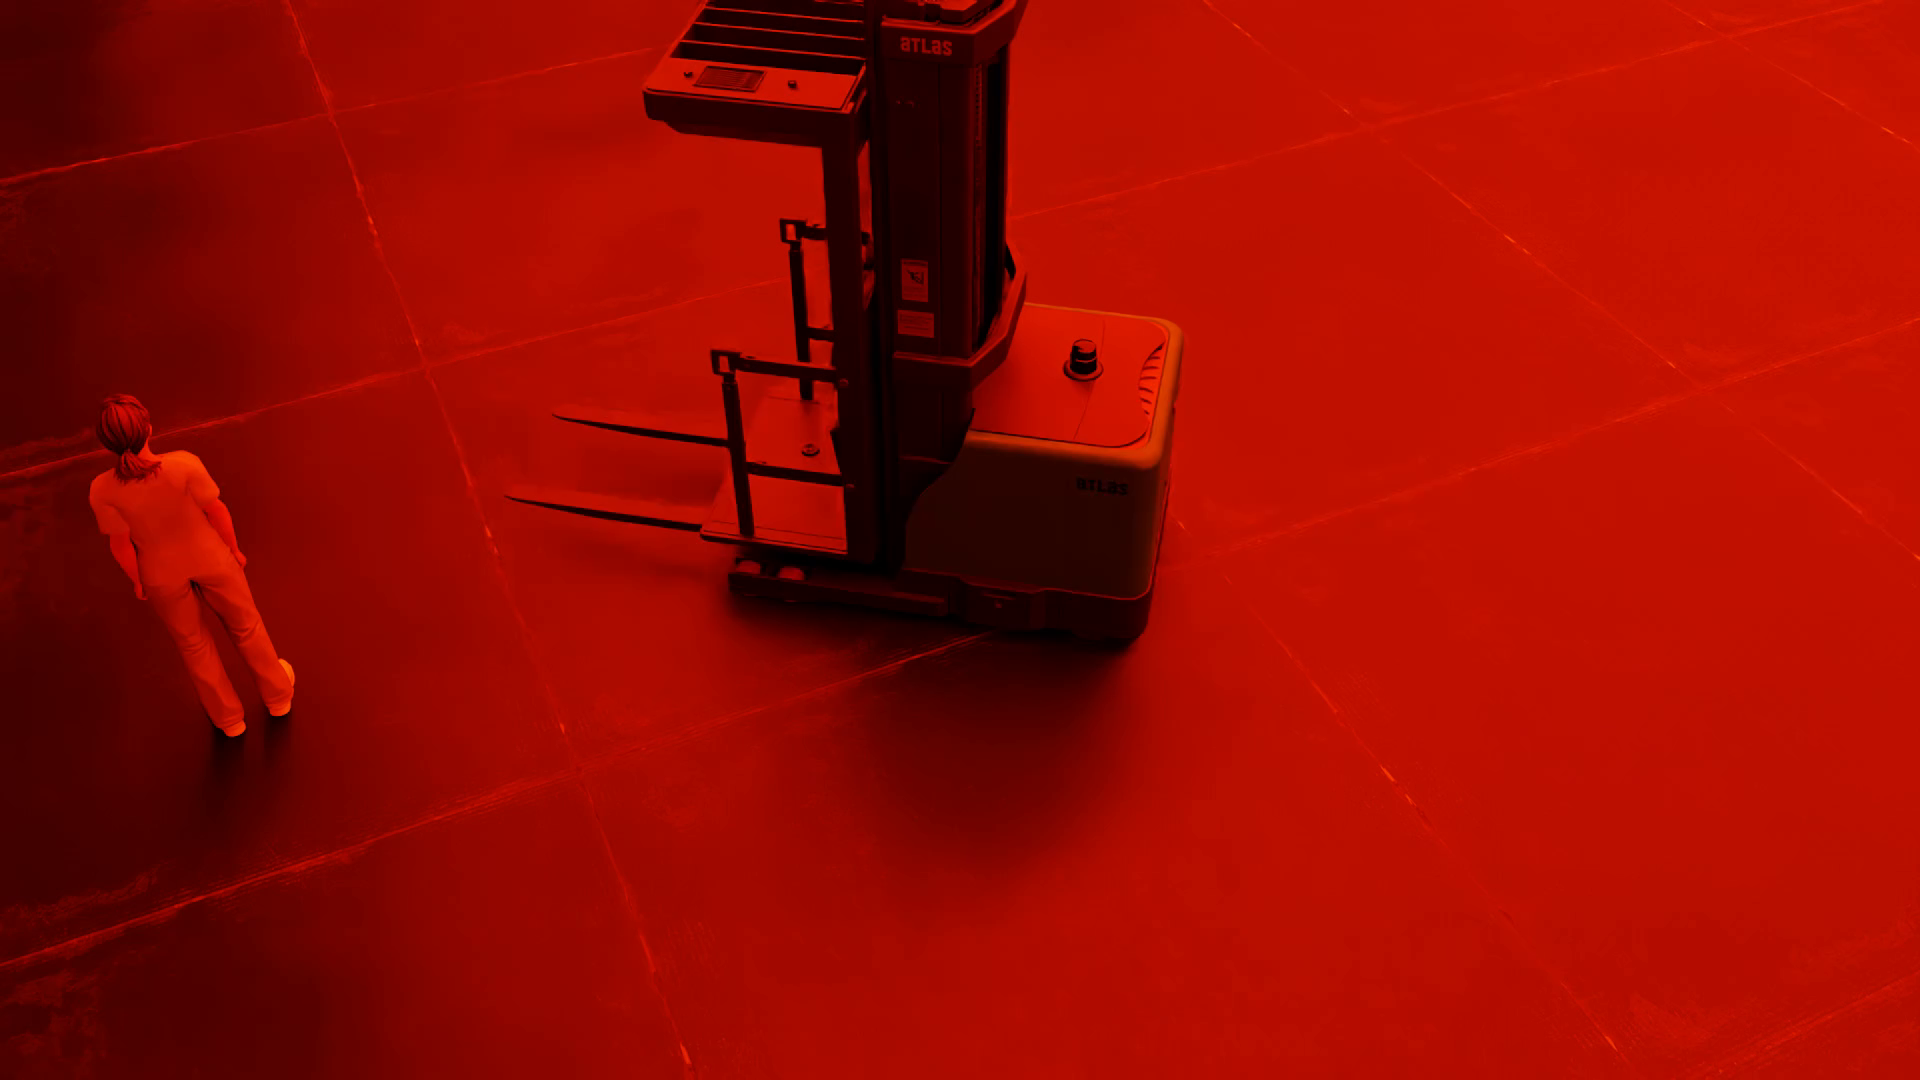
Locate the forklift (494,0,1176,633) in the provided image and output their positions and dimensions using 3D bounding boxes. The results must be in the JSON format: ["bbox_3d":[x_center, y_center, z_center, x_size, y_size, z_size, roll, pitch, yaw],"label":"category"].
[{"bbox_3d":[-0.587,-1.097,6.855,3.031,2.935,1.130,5,43,5],"label":"forklift"}]

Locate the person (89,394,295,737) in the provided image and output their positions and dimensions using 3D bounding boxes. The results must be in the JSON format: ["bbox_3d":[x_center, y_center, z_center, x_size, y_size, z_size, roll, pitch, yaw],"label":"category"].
[{"bbox_3d":[-3.016,0.109,6.486,0.431,1.672,0.371,-21,47,-21],"label":"person"}]
